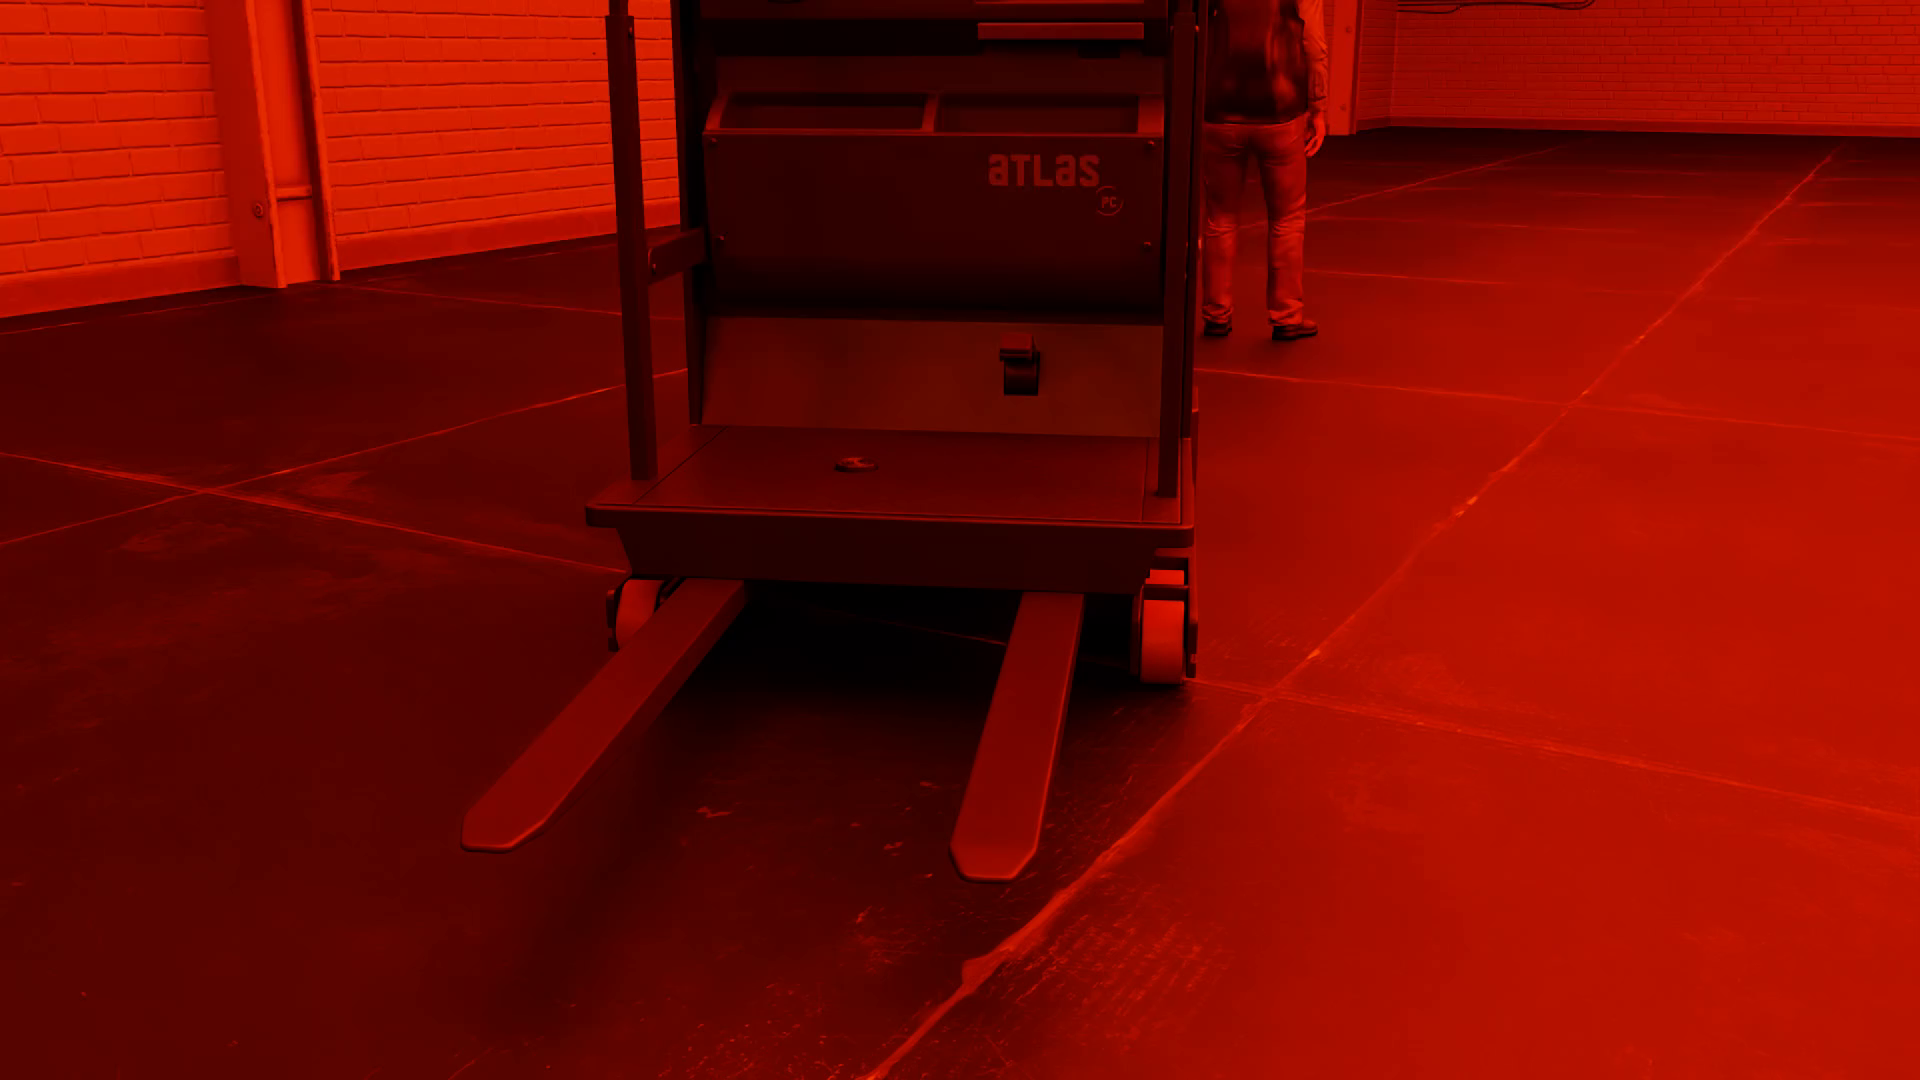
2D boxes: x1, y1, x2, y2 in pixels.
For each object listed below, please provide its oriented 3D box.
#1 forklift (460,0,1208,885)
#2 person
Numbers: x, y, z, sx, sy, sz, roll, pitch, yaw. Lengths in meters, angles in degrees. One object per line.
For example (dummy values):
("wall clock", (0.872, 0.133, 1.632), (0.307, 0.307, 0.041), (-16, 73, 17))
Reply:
("forklift", (-0.078, -1.236, 3.048), (1.130, 2.935, 3.031), (2, 17, 7))
("person", (1.181, -1.682, 6.710), (0.591, 1.720, 0.426), (6, 17, 19))
